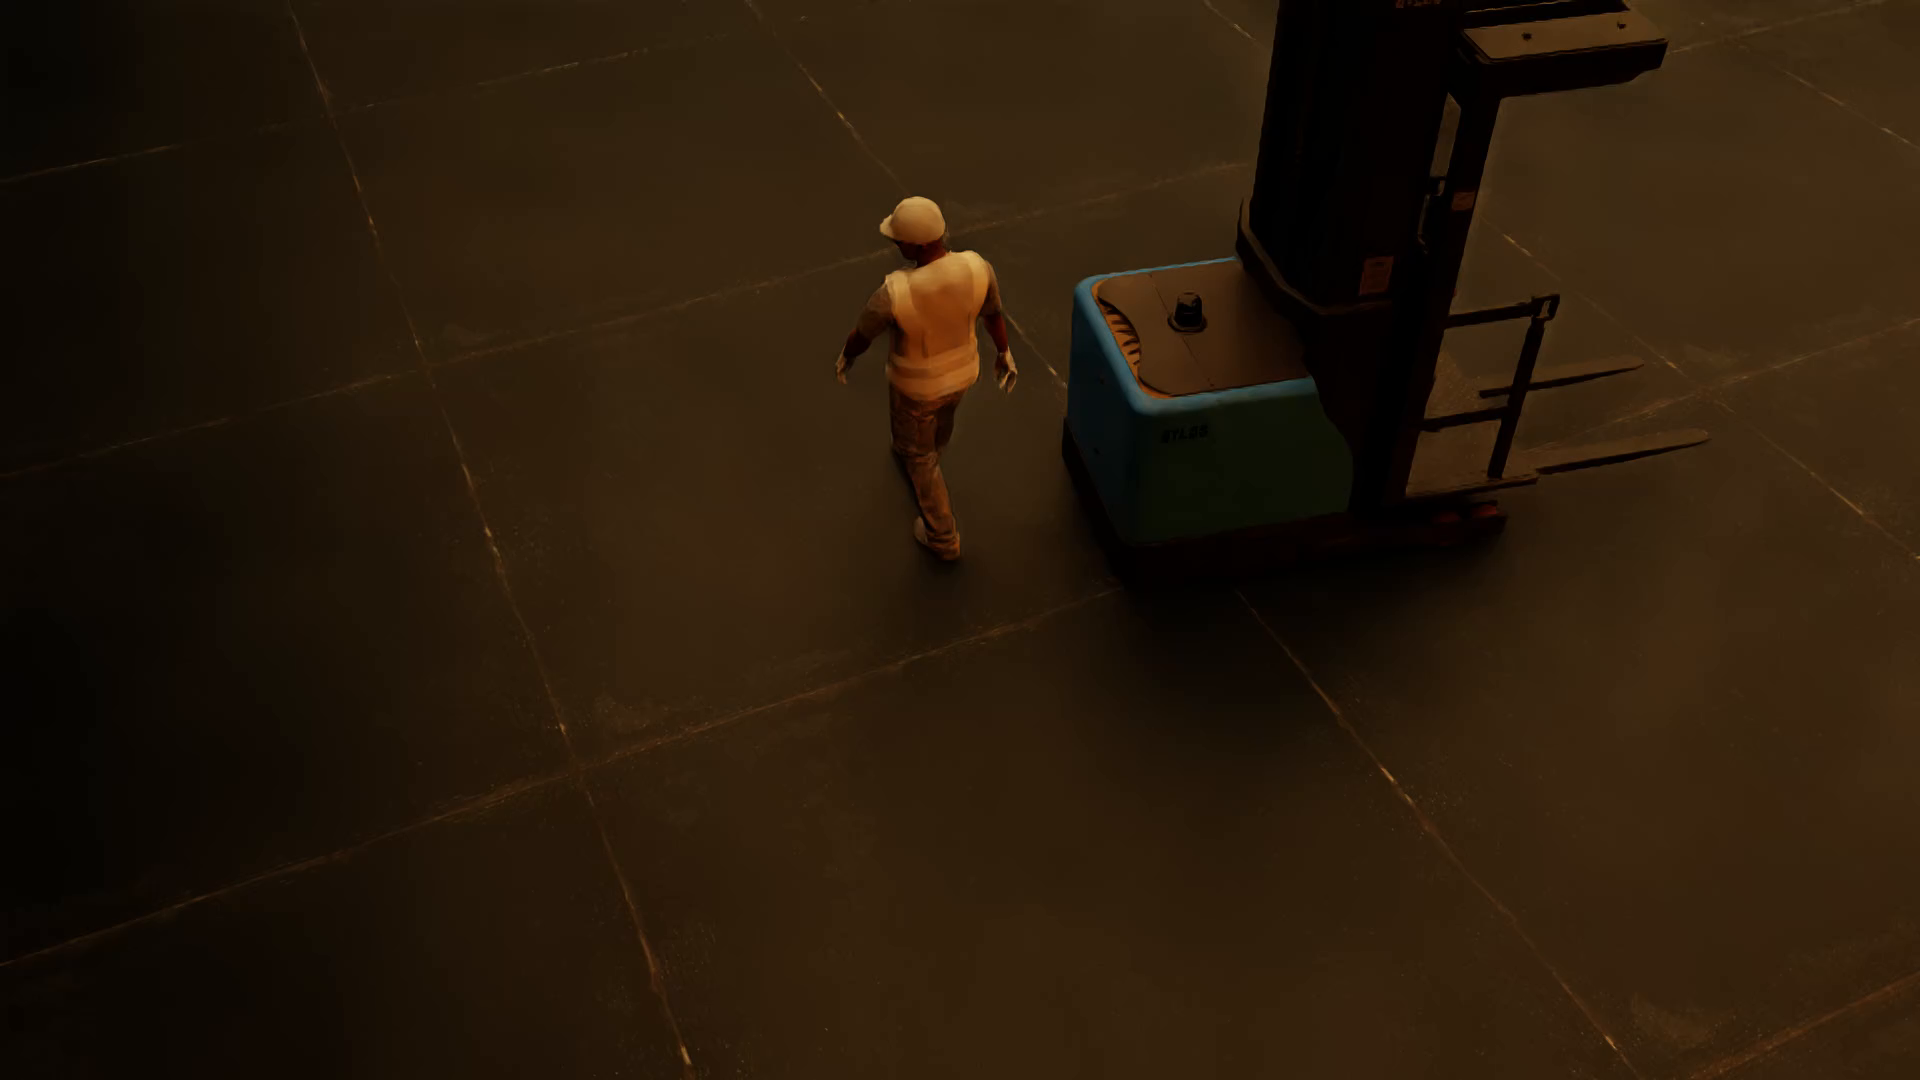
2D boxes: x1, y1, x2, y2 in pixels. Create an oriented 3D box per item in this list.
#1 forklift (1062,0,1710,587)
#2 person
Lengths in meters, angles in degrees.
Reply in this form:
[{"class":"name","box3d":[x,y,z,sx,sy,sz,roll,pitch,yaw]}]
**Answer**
[{"class":"forklift","box3d":[2.074,-1.387,7.166,3.031,2.935,1.130,-9,44,-10]},{"class":"person","box3d":[-0.178,-0.828,7.443,0.723,1.738,0.872,-25,48,-24]}]
